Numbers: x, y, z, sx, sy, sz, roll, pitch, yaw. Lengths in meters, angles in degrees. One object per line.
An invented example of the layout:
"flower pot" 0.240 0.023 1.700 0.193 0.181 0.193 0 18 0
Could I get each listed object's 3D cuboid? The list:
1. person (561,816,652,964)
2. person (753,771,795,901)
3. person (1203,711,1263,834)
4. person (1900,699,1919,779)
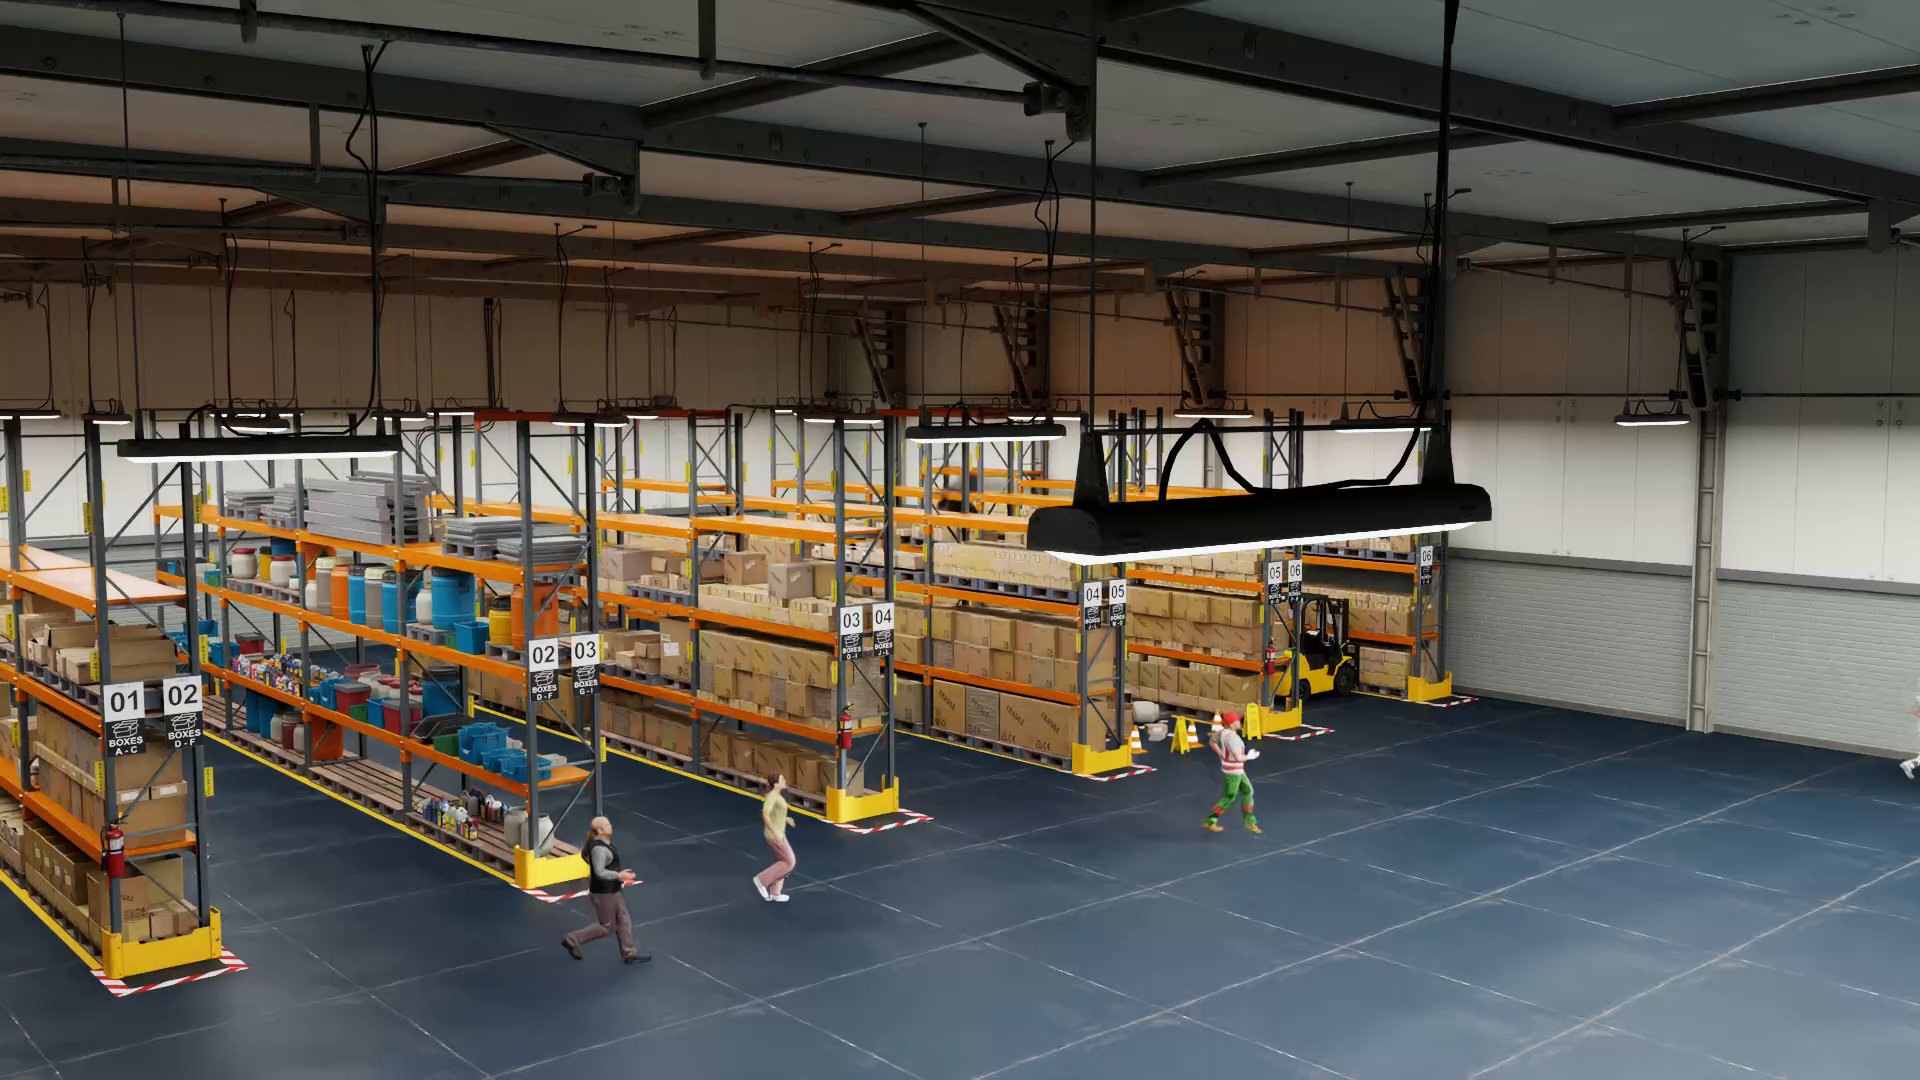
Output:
"person" -3.906 3.872 18.333 0.971 1.689 0.675 -1 5 -13
"person" -2.324 3.705 20.783 0.540 1.621 0.594 -1 5 -9
"person" 3.928 3.352 23.876 0.893 1.812 0.669 0 5 1
"person" 15.553 3.107 26.690 0.806 1.757 0.674 2 5 22
